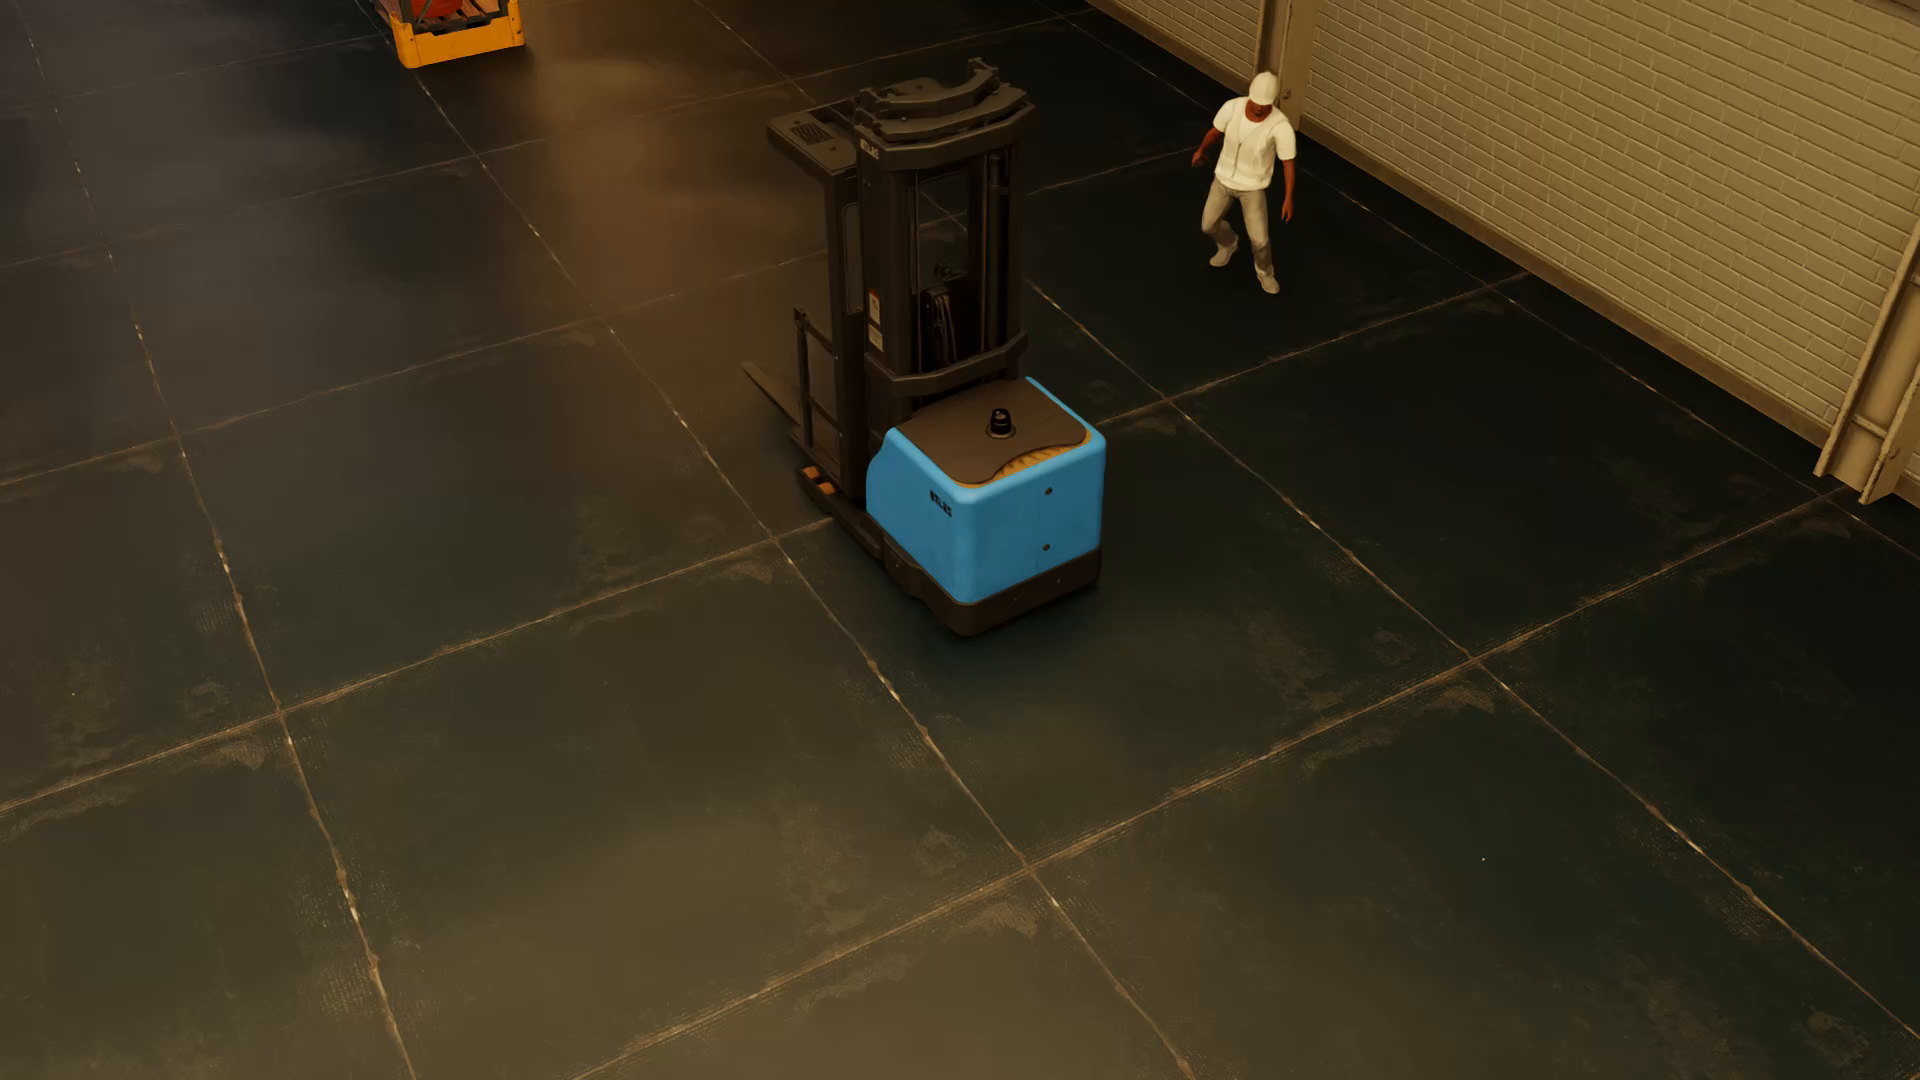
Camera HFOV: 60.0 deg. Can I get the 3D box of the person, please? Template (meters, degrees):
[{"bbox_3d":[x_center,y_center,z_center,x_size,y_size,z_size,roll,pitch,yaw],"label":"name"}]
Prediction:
[{"bbox_3d":[2.095,-2.710,12.283,0.926,1.684,0.486,29,48,30],"label":"person"}]

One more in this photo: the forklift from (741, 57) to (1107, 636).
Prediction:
[{"bbox_3d":[-0.391,-1.484,9.825,1.130,2.935,3.031,-23,45,-25],"label":"forklift"}]
